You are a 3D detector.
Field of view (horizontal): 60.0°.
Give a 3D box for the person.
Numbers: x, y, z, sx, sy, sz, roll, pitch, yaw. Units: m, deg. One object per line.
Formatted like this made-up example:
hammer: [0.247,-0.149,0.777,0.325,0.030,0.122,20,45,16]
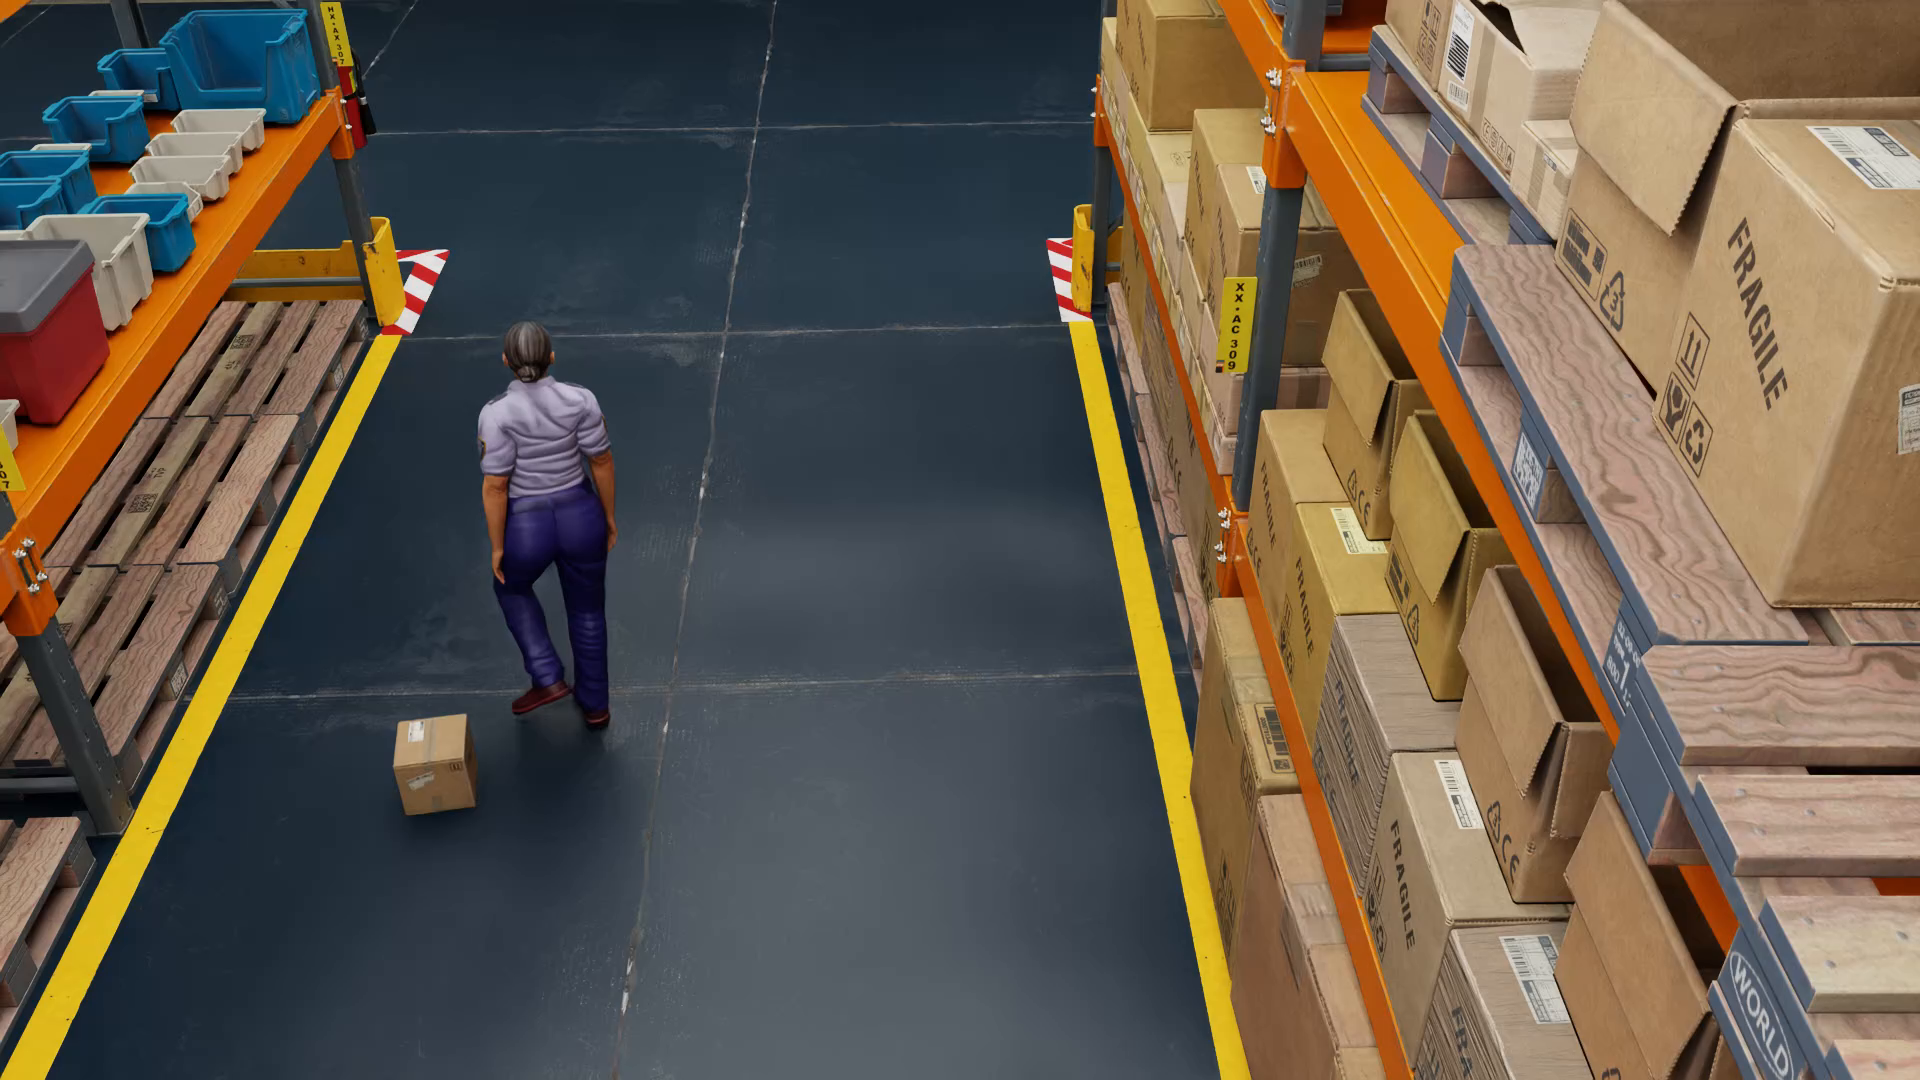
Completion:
person: [-1.528,-0.042,6.198,0.541,1.637,0.454,-15,38,-20]
